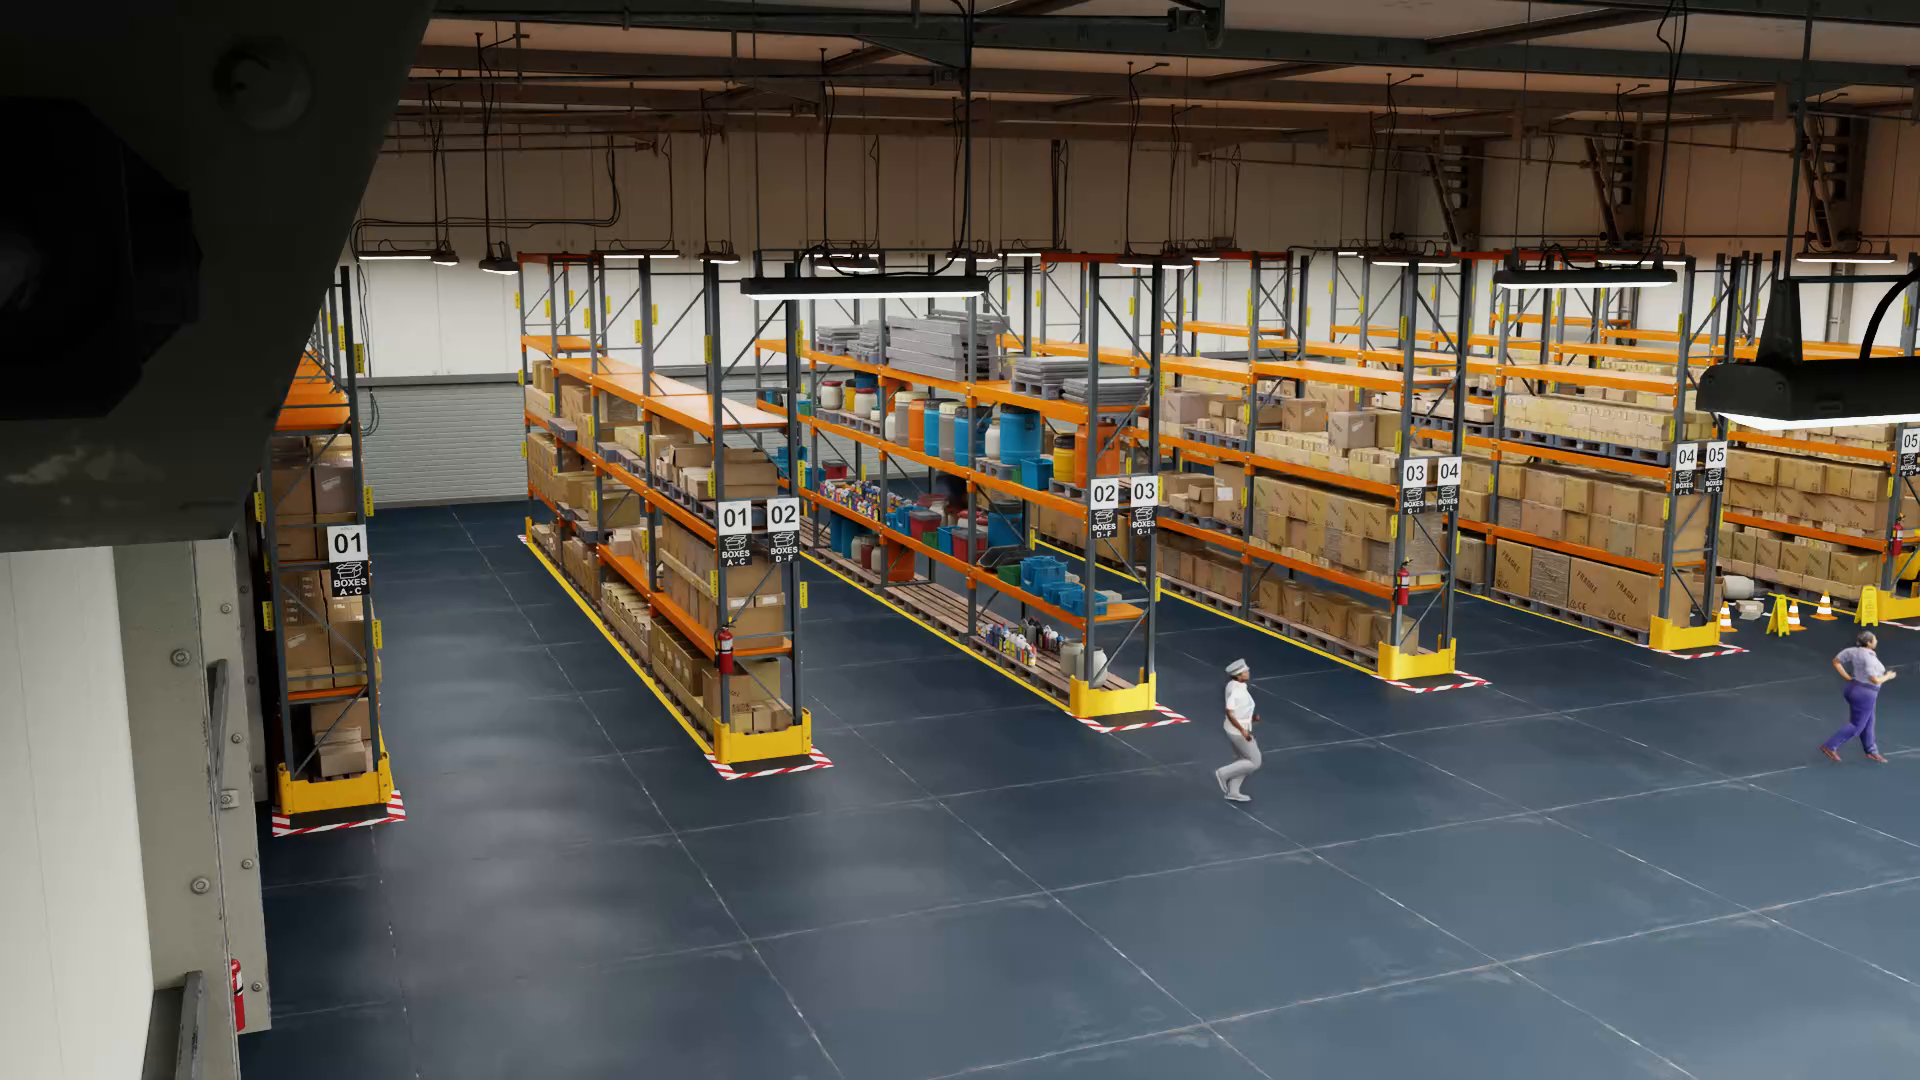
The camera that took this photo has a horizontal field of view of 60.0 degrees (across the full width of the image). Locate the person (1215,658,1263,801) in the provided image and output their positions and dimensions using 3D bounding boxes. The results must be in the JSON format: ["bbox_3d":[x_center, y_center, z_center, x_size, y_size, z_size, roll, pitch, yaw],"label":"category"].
[{"bbox_3d":[3.151,2.145,18.757,0.559,1.657,0.575,0,10,1],"label":"person"}]

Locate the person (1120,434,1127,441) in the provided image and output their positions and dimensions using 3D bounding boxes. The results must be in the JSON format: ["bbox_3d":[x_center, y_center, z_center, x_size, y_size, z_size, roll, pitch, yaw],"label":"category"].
[{"bbox_3d":[3.875,-1.822,40.406,0.631,1.694,0.790,7,13,34],"label":"person"}]

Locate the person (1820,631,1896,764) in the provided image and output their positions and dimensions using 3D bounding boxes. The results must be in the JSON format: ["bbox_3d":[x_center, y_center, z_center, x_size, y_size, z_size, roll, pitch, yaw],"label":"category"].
[{"bbox_3d":[10.822,1.904,19.988,0.886,1.670,0.602,1,10,3],"label":"person"}]
